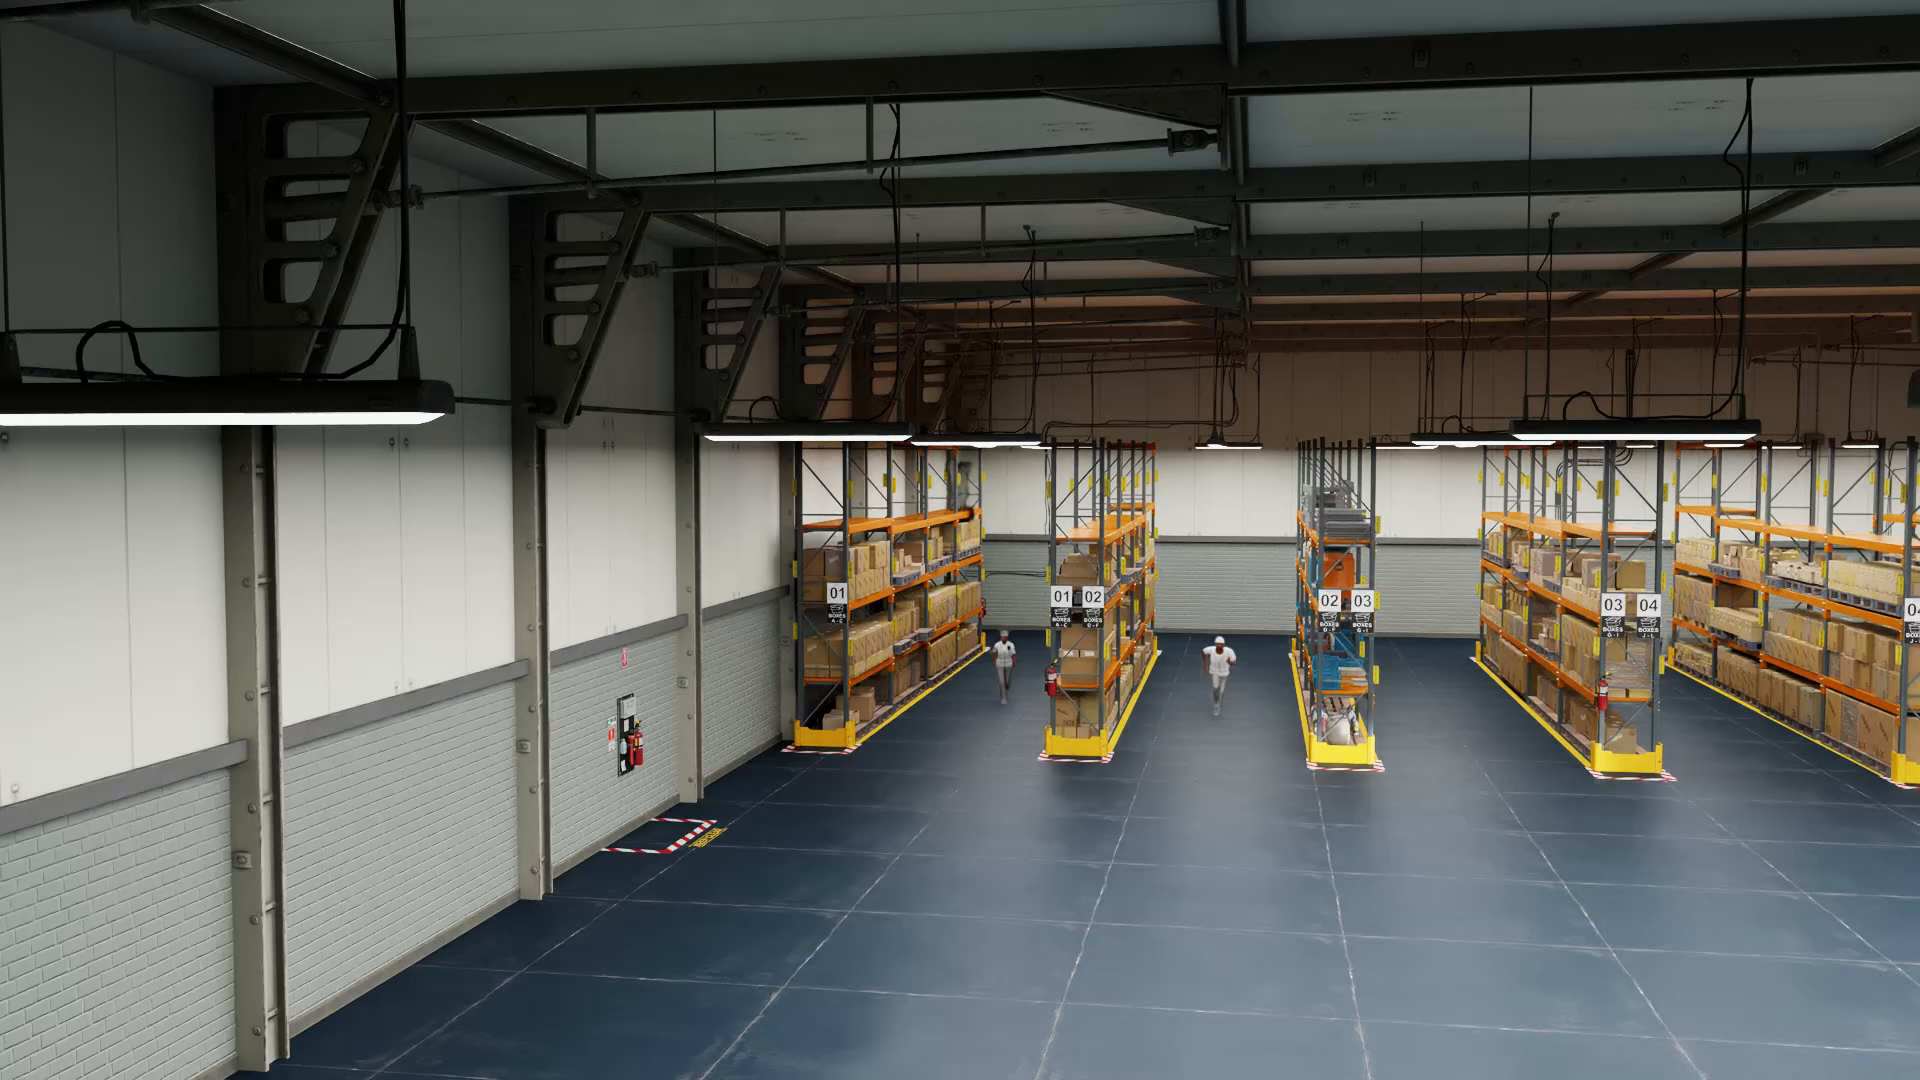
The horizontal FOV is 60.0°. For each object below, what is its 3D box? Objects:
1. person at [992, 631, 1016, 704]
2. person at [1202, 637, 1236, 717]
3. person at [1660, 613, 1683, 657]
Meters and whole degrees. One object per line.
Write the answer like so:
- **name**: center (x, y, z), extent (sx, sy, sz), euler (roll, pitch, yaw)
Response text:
- **person**: center (1.012, 2.888, 38.117), extent (0.559, 1.668, 0.771), euler (0, 3, 0)
- **person**: center (5.630, 2.952, 36.147), extent (0.686, 1.745, 0.938), euler (0, 3, 0)
- **person**: center (19.653, 2.455, 45.898), extent (0.931, 1.612, 0.606), euler (2, 4, 34)
